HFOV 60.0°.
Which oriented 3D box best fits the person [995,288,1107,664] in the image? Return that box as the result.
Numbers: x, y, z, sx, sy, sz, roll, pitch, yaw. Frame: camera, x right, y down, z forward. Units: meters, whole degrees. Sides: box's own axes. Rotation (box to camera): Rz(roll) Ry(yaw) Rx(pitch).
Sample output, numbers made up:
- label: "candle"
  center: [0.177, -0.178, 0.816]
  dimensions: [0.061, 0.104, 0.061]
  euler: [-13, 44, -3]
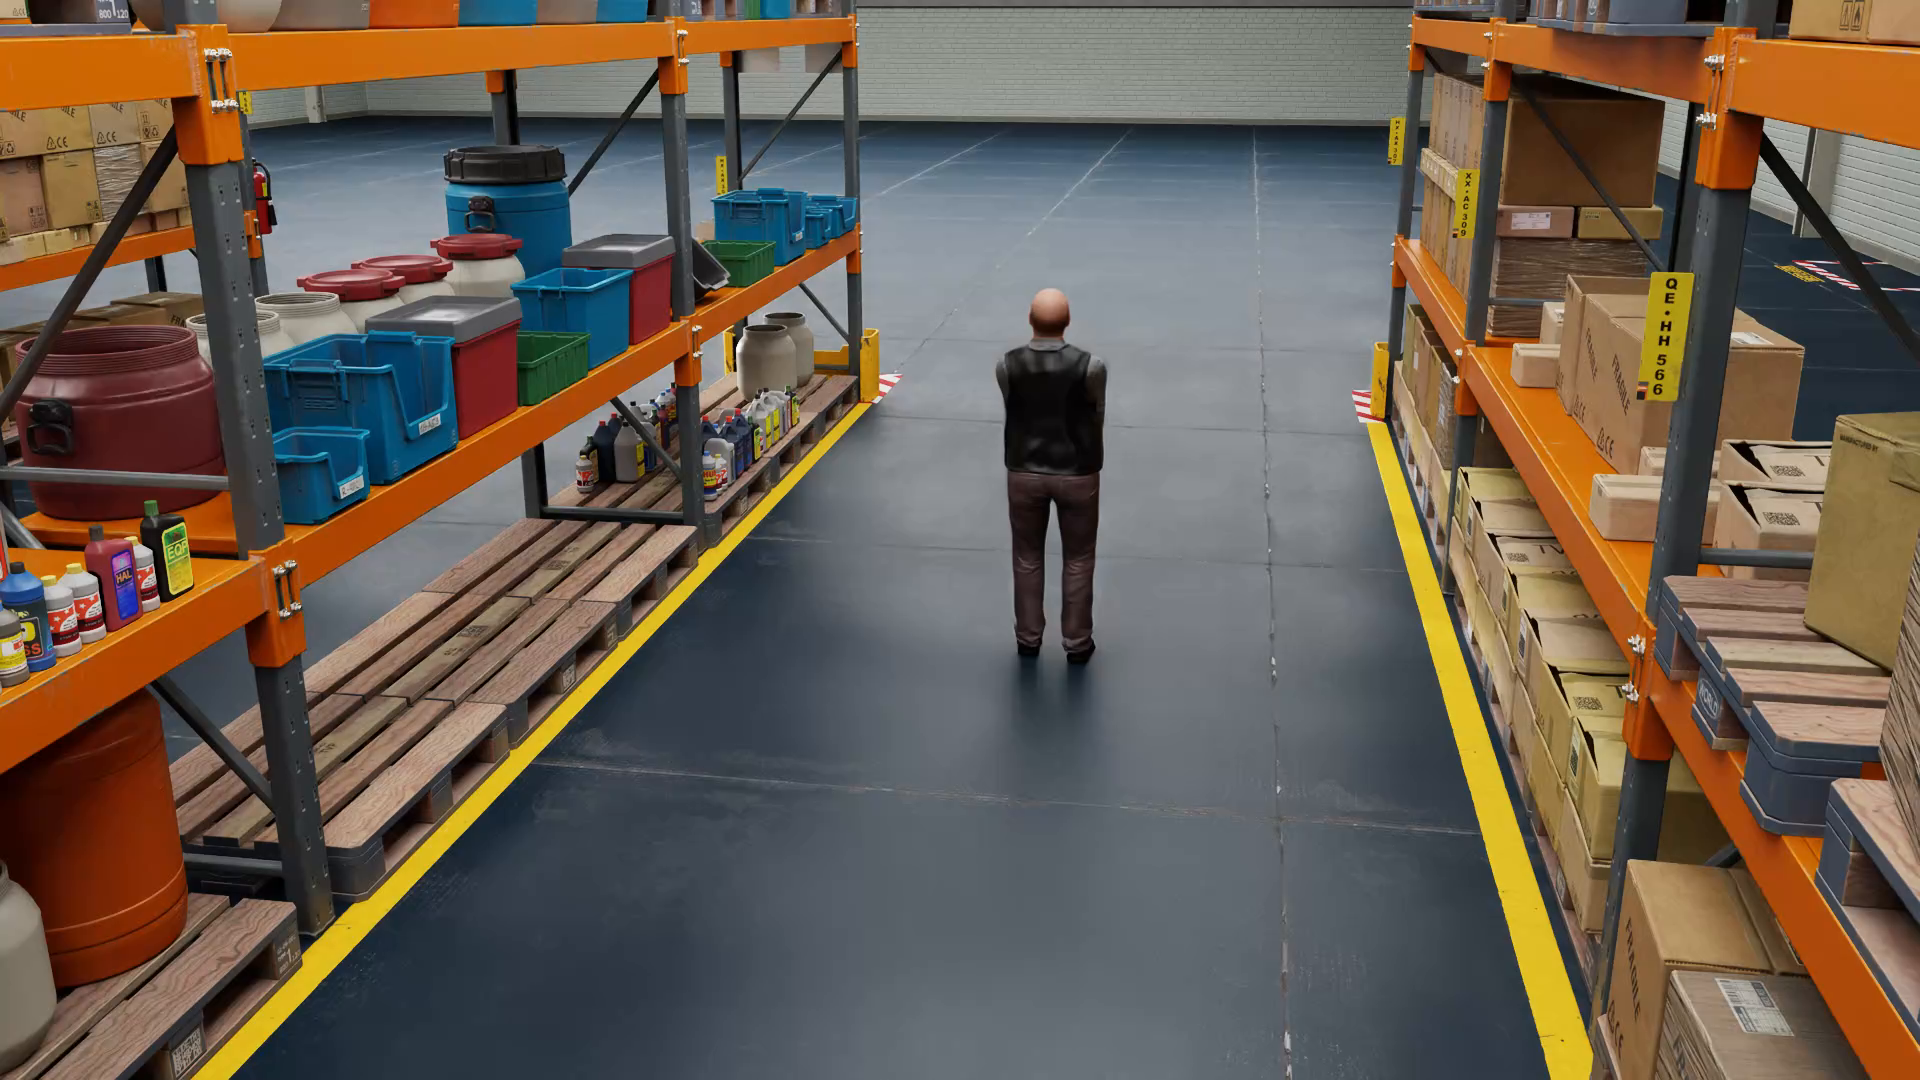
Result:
- label: "person"
  center: [0.419, -0.312, 7.579]
  dimensions: [0.494, 1.716, 0.554]
  euler: [3, 18, 10]
